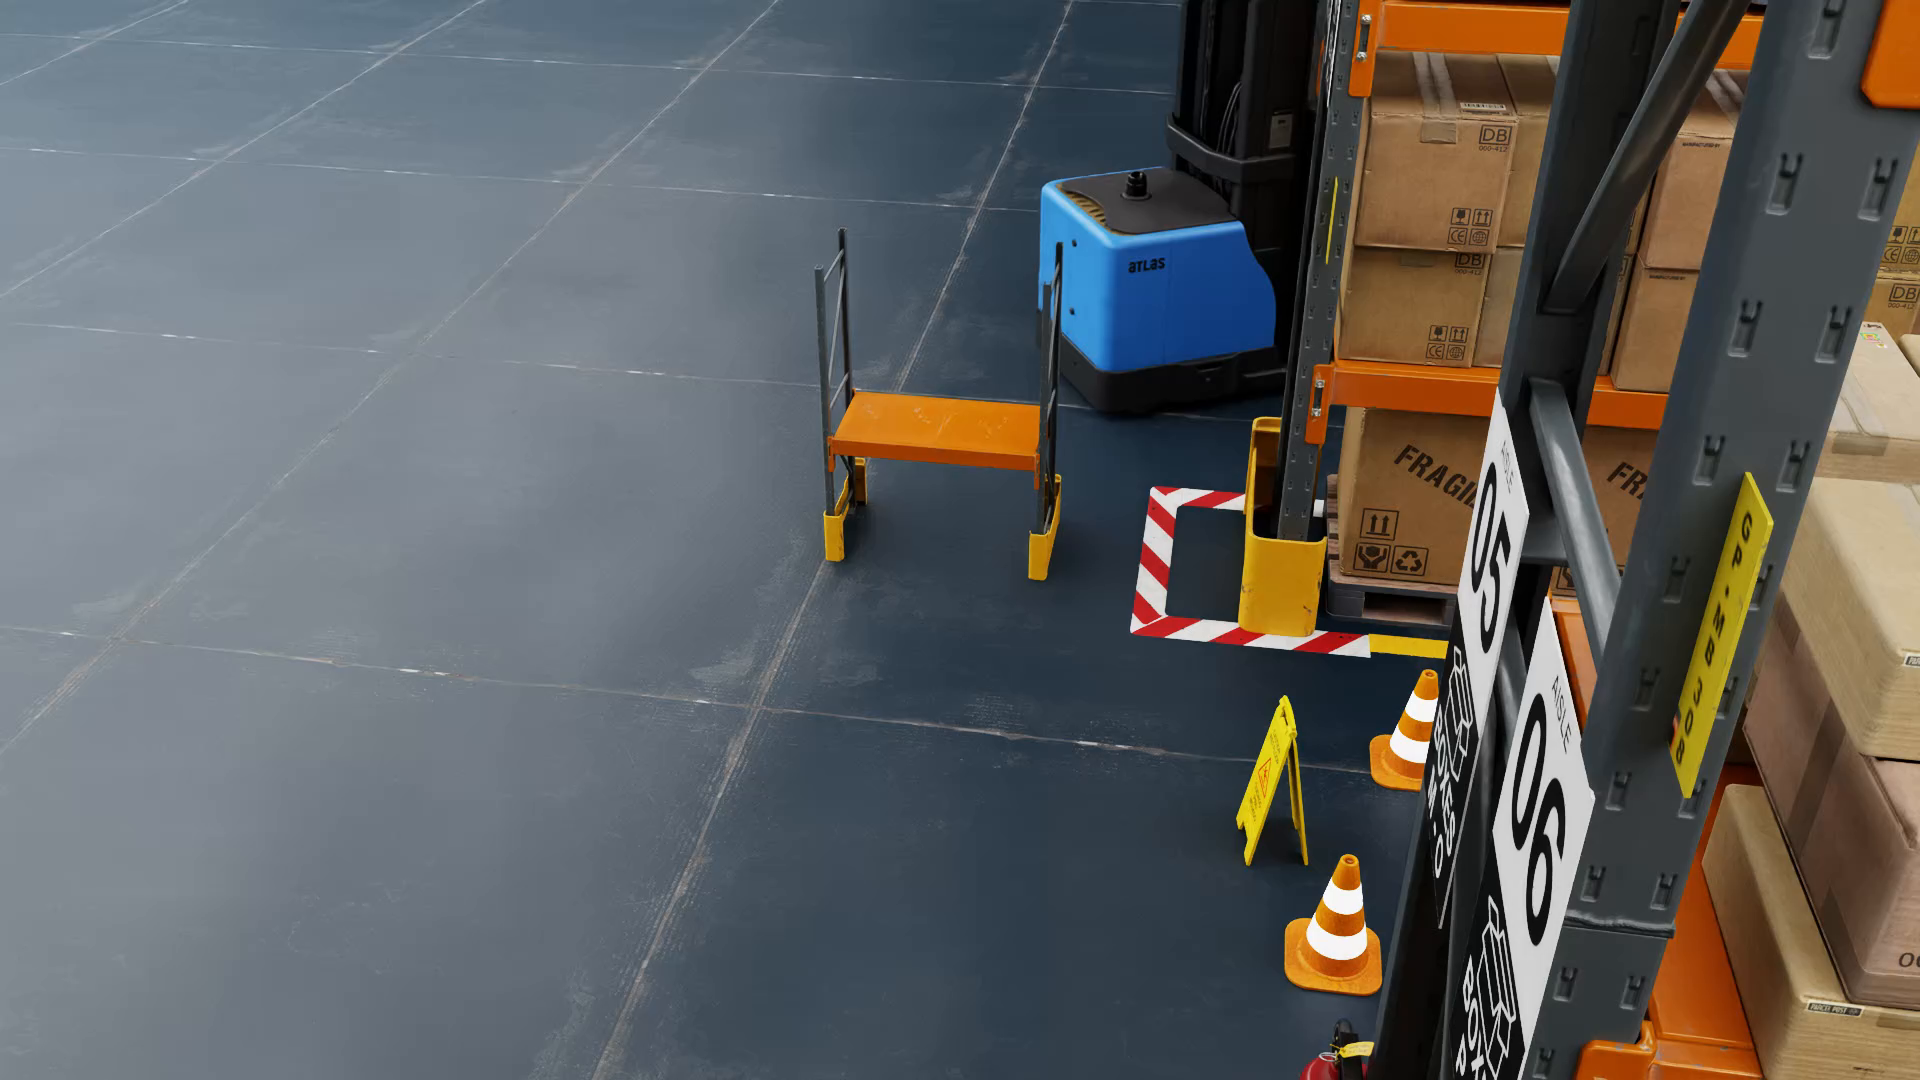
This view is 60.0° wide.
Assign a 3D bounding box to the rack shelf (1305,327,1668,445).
[{"bbox_3d":[3.531,-0.660,7.155,4.000,0.370,1.077,5,32,8],"label":"rack shelf"}]

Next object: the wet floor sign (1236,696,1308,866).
[{"bbox_3d":[1.198,0.888,6.224,0.232,0.644,0.267,0,32,0],"label":"wet floor sign"}]

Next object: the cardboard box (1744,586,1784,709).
[{"bbox_3d":[1.376,0.025,2.416,0.500,0.250,0.500,5,32,8],"label":"cardboard box"}]

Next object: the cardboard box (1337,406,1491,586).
[{"bbox_3d":[2.239,-0.395,7.660,0.875,0.875,0.875,5,32,8],"label":"cardboard box"}]

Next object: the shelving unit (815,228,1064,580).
[{"bbox_3d":[-0.075,-0.643,7.863,1.083,1.500,0.587,5,32,8],"label":"shelving unit"}]

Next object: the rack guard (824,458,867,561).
[{"bbox_3d":[-0.566,-0.157,8.266,0.087,0.250,0.587,5,32,8],"label":"rack guard"}]

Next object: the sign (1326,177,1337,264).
[{"bbox_3d":[1.460,-1.254,6.536,0.005,0.325,0.100,5,32,8],"label":"sign"}]

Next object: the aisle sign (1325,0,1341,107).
[{"bbox_3d":[1.439,-2.095,6.319,0.004,0.787,0.394,5,32,8],"label":"aisle sign"}]

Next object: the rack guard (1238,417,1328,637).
[{"bbox_3d":[1.536,-0.086,7.916,0.348,0.500,1.175,5,32,8],"label":"rack guard"}]

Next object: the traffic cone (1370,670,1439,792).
[{"bbox_3d":[1.844,0.722,6.660,0.334,0.463,0.336,5,32,8],"label":"traffic cone"}]

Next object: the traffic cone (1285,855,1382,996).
[{"bbox_3d":[1.319,1.283,5.765,0.334,0.463,0.336,5,32,8],"label":"traffic cone"}]

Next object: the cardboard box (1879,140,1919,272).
[{"bbox_3d":[3.550,-1.510,6.676,0.500,0.550,0.875,5,32,8],"label":"cardboard box"}]

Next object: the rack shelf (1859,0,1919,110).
[{"bbox_3d":[2.798,-0.604,1.414,4.000,0.370,1.077,5,32,8],"label":"rack shelf"}]

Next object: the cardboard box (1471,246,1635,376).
[{"bbox_3d":[2.479,-1.160,7.134,0.550,0.550,0.875,5,32,8],"label":"cardboard box"}]

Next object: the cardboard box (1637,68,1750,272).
[{"bbox_3d":[3.006,-1.489,6.643,0.550,0.550,0.875,5,32,8],"label":"cardboard box"}]

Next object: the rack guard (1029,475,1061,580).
[{"bbox_3d":[0.416,-0.068,8.124,0.087,0.250,0.587,5,32,8],"label":"rack guard"}]

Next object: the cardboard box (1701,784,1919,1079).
[{"bbox_3d":[1.099,0.489,2.051,0.250,0.149,0.380,5,32,8],"label":"cardboard box"}]

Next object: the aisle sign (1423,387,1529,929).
[{"bbox_3d":[0.814,0.195,2.661,0.004,0.787,0.394,5,32,8],"label":"aisle sign"}]

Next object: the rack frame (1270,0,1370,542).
[{"bbox_3d":[1.560,-1.143,7.250,0.127,3.000,1.000,5,32,8],"label":"rack frame"}]

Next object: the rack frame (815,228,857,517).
[{"bbox_3d":[-0.585,-0.689,7.937,0.032,1.500,0.500,5,32,8],"label":"rack frame"}]

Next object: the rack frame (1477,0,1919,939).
[{"bbox_3d":[0.827,-1.088,1.507,0.127,3.000,1.000,5,32,8],"label":"rack frame"}]

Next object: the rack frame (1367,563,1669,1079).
[{"bbox_3d":[0.827,1.455,3.099,0.127,3.000,1.000,5,32,8],"label":"rack frame"}]

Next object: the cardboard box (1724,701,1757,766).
[{"bbox_3d":[1.225,0.175,2.553,0.250,0.149,0.380,5,32,8],"label":"cardboard box"}]

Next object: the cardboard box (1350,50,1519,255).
[{"bbox_3d":[1.919,-1.611,6.838,0.550,0.550,0.875,5,32,8],"label":"cardboard box"}]

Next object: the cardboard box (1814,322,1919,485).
[{"bbox_3d":[1.210,-0.173,2.357,0.250,0.149,0.380,5,32,9],"label":"cardboard box"}]

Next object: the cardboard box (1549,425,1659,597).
[{"bbox_3d":[3.107,-0.317,7.537,0.875,0.875,0.875,5,32,7],"label":"cardboard box"}]

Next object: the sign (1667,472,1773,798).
[{"bbox_3d":[0.735,0.096,1.618,0.005,0.325,0.100,5,32,8],"label":"sign"}]

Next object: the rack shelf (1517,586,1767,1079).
[{"bbox_3d":[2.798,0.667,2.209,4.000,0.370,1.077,5,32,8],"label":"rack shelf"}]

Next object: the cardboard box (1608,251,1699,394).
[{"bbox_3d":[3.010,-1.044,6.950,0.550,0.550,0.875,5,32,8],"label":"cardboard box"}]

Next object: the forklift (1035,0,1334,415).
[{"bbox_3d":[2.023,-2.416,9.347,3.031,2.935,1.130,-11,34,-17],"label":"forklift"}]

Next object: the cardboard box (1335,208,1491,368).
[{"bbox_3d":[1.933,-1.198,7.195,0.550,0.550,0.875,5,32,8],"label":"cardboard box"}]

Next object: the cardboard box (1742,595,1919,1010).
[{"bbox_3d":[1.277,0.305,1.970,0.500,0.250,0.500,5,32,7],"label":"cardboard box"}]

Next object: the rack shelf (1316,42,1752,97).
[{"bbox_3d":[4.465,-3.245,11.285,4.000,0.370,1.077,5,32,8],"label":"rack shelf"}]

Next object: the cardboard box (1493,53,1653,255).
[{"bbox_3d":[2.477,-1.610,6.837,0.550,0.550,0.875,5,32,8],"label":"cardboard box"}]

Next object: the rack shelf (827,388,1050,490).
[{"bbox_3d":[-0.084,-0.491,7.960,1.000,0.185,0.538,5,32,8],"label":"rack shelf"}]

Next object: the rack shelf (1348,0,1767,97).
[{"bbox_3d":[3.531,-1.931,6.359,4.000,0.370,1.077,5,32,8],"label":"rack shelf"}]

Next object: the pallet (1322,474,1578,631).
[{"bbox_3d":[2.361,0.069,7.941,1.213,0.211,1.003,5,32,8],"label":"pallet"}]

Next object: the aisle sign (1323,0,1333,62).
[{"bbox_3d":[1.540,-2.409,6.821,0.004,0.787,0.394,5,32,8],"label":"aisle sign"}]

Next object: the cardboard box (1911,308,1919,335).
[{"bbox_3d":[4.079,-1.024,6.917,0.550,0.550,0.875,5,32,8],"label":"cardboard box"}]

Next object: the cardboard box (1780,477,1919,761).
[{"bbox_3d":[1.143,0.090,1.937,0.250,0.149,0.380,5,32,8],"label":"cardboard box"}]

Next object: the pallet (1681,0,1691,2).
[{"bbox_3d":[2.293,-2.317,6.380,1.213,0.211,1.003,5,32,8],"label":"pallet"}]

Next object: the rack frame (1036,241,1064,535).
[{"bbox_3d":[0.417,-0.598,7.792,0.032,1.500,0.500,5,32,8],"label":"rack frame"}]

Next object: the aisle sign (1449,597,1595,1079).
[{"bbox_3d":[0.713,0.509,2.159,0.004,0.787,0.394,5,32,8],"label":"aisle sign"}]

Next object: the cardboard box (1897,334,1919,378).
[{"bbox_3d":[1.457,-0.130,2.288,0.250,0.149,0.380,6,32,9],"label":"cardboard box"}]

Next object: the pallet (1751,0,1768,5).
[{"bbox_3d":[3.499,-2.209,6.208,1.213,0.211,1.003,5,32,8],"label":"pallet"}]

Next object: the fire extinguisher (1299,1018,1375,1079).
[{"bbox_3d":[0.791,1.236,3.521,0.183,0.674,0.296,5,32,8],"label":"fire extinguisher"}]

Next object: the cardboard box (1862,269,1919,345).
[{"bbox_3d":[3.539,-1.019,6.909,0.500,0.550,0.875,5,32,8],"label":"cardboard box"}]

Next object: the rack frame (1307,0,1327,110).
[{"bbox_3d":[2.494,-3.728,11.379,0.127,3.000,1.000,5,32,8],"label":"rack frame"}]
